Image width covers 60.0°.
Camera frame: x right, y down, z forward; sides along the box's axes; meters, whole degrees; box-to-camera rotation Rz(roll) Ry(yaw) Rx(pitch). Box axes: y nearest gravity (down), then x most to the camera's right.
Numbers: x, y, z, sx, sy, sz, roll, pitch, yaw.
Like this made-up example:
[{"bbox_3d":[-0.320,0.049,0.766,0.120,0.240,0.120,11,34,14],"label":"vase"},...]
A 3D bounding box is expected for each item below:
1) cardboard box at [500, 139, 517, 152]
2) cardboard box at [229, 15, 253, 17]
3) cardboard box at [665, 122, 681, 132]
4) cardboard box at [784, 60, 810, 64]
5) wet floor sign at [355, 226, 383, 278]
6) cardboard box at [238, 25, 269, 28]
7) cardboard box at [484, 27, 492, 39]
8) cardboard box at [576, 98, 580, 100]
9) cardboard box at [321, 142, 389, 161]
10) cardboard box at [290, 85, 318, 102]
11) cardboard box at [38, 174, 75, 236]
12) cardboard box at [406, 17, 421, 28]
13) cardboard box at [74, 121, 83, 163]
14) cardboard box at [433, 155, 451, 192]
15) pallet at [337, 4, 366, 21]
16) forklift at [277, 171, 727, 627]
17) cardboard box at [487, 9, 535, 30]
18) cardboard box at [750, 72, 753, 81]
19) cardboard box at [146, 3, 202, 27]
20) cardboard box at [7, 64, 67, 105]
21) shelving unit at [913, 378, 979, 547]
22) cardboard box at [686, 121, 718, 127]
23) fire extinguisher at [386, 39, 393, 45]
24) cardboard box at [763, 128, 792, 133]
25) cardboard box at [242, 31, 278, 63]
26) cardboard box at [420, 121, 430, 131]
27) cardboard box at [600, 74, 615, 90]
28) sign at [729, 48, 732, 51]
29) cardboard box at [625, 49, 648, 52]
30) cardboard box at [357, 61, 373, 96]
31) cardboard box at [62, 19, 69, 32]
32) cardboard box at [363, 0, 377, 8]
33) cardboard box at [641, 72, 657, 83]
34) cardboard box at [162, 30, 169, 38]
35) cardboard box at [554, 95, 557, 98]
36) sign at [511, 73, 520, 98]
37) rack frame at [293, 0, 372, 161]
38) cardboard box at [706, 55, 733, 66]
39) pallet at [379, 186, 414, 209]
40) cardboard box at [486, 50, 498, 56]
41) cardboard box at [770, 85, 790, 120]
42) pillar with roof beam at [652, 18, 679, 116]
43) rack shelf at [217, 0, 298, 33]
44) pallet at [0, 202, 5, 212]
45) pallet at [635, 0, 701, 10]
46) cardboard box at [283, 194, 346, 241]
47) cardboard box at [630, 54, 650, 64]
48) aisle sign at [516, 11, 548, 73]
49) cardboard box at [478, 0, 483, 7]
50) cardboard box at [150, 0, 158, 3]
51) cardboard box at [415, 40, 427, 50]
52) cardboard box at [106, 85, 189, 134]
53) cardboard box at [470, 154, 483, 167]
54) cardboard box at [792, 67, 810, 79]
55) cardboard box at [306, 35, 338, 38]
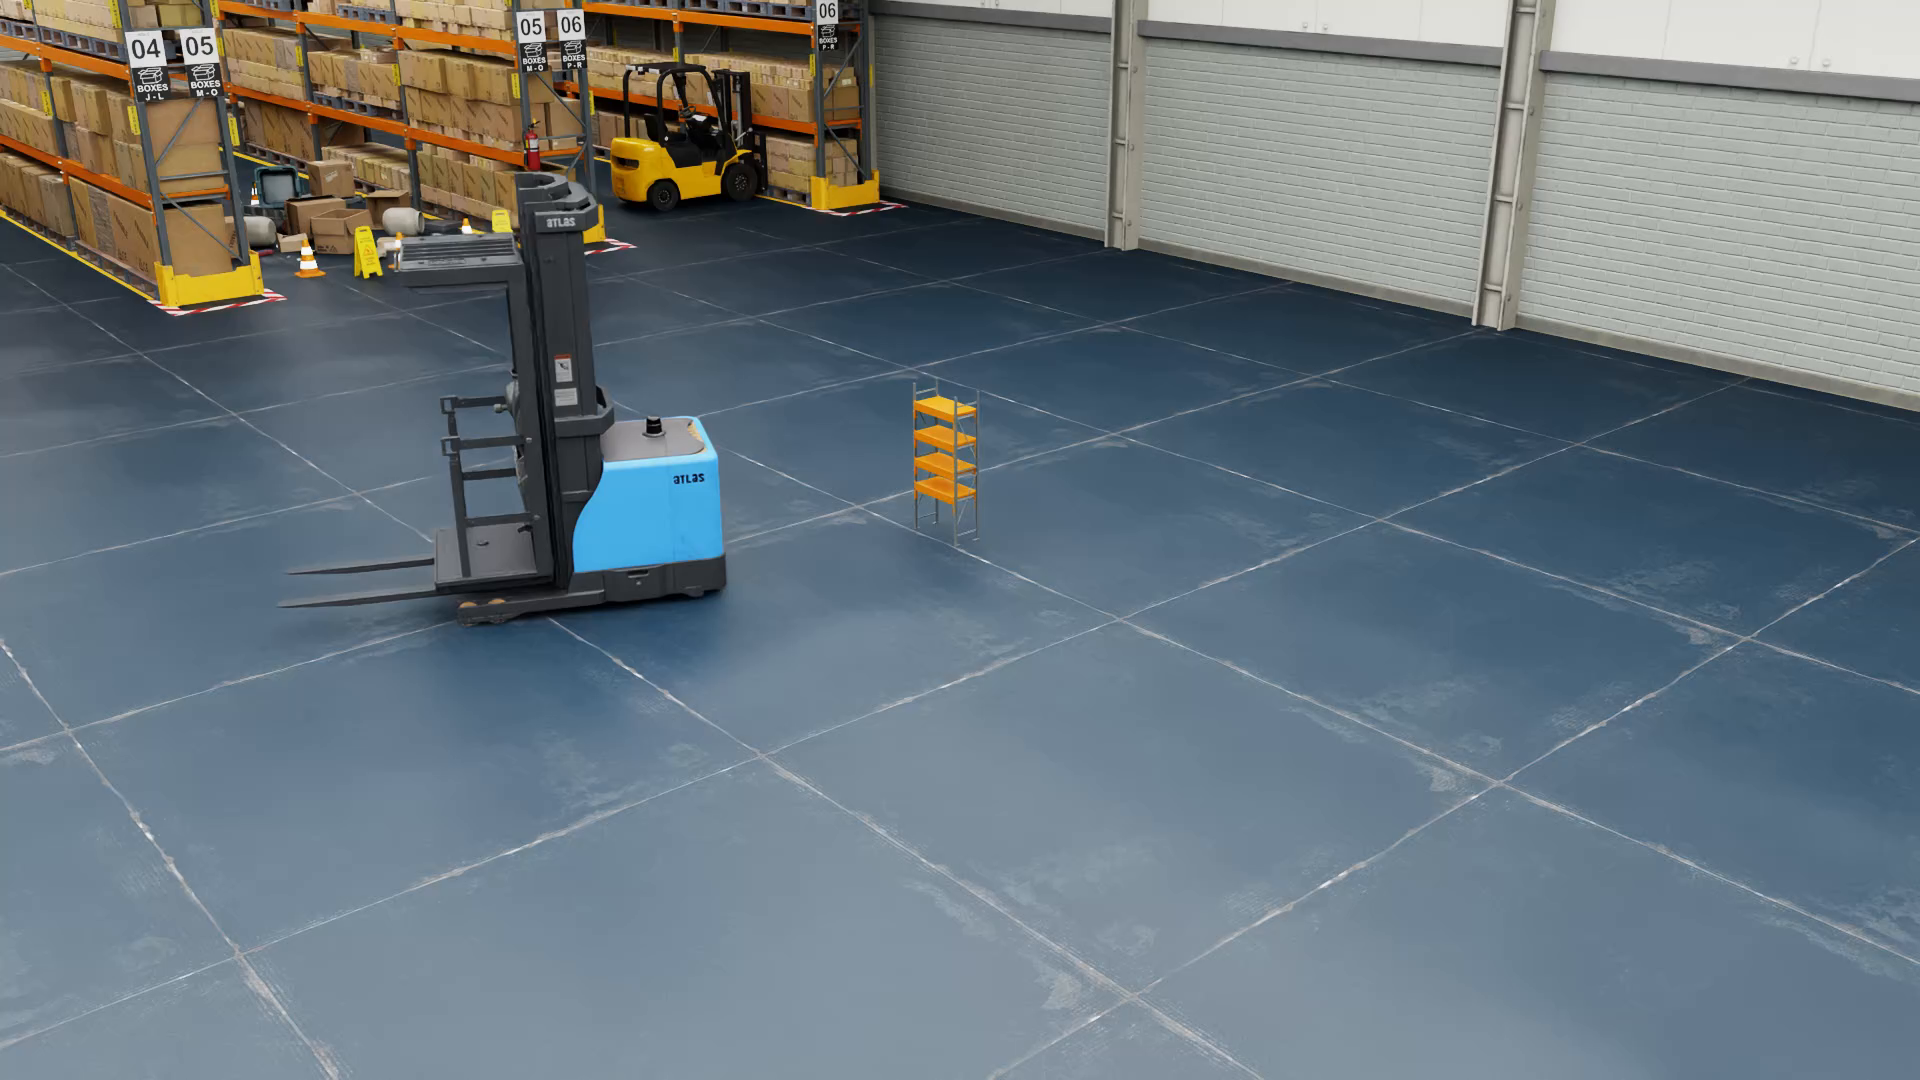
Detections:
[{"bbox_3d":[-6.265,-5.597,23.505,0.380,0.149,0.250,-18,28,-38],"label":"cardboard box"},{"bbox_3d":[-13.946,-10.107,32.278,0.380,0.149,0.250,-18,27,-38],"label":"cardboard box"},{"bbox_3d":[-4.811,-7.137,29.773,0.875,0.625,0.625,-16,26,-35],"label":"cardboard box"},{"bbox_3d":[-2.675,-7.816,27.391,0.380,0.149,0.250,-18,28,-39],"label":"cardboard box"},{"bbox_3d":[-7.774,-3.778,21.746,0.232,0.644,0.267,17,27,36],"label":"wet floor sign"},{"bbox_3d":[-13.570,-9.634,31.961,0.500,0.500,0.500,-17,27,-37],"label":"cardboard box"},{"bbox_3d":[-6.389,-7.072,23.158,0.380,0.149,0.250,-16,27,-36],"label":"cardboard box"},{"bbox_3d":[-7.554,-8.692,33.025,0.380,0.149,0.250,-17,27,-37],"label":"cardboard box"},{"bbox_3d":[-10.470,-6.641,28.855,0.950,0.372,0.625,-20,29,-41],"label":"cardboard box"},{"bbox_3d":[-11.358,-7.836,29.083,0.500,0.250,0.500,-19,28,-39],"label":"cardboard box"},{"bbox_3d":[-12.378,-4.815,23.672,1.050,0.750,0.750,-18,27,-38],"label":"cardboard box"},{"bbox_3d":[-8.076,-7.772,24.945,0.380,0.149,0.250,-17,27,-37],"label":"cardboard box"},{"bbox_3d":[-11.278,-5.341,22.301,0.875,0.550,0.550,-17,27,-37],"label":"cardboard box"},{"bbox_3d":[-7.681,-5.615,25.373,0.500,0.500,0.500,-16,27,-35],"label":"cardboard box"},{"bbox_3d":[-9.222,-8.514,26.753,1.213,0.211,1.003,-17,27,-37],"label":"pallet"},{"bbox_3d":[-3.257,-0.981,11.471,3.031,2.935,1.130,-6,22,-15],"label":"forklift"},{"bbox_3d":[-6.147,-7.160,22.837,0.500,0.250,0.500,-18,28,-38],"label":"cardboard box"},{"bbox_3d":[-3.240,-7.617,27.292,0.380,0.149,0.250,-18,27,-38],"label":"cardboard box"},{"bbox_3d":[-9.414,-6.313,19.962,0.500,0.250,0.500,-18,27,-38],"label":"cardboard box"},{"bbox_3d":[-13.562,-6.727,24.537,0.700,0.500,0.500,-18,28,-38],"label":"cardboard box"},{"bbox_3d":[-0.108,-0.604,12.882,0.258,1.200,0.503,-17,27,-37],"label":"shelving unit"},{"bbox_3d":[-4.384,-7.078,28.765,0.500,0.250,0.500,-18,28,-38],"label":"cardboard box"},{"bbox_3d":[-12.742,-10.942,37.425,0.296,0.674,0.183,-17,27,-37],"label":"fire extinguisher"},{"bbox_3d":[-2.998,-6.780,28.005,0.500,0.250,0.500,-18,28,-38],"label":"cardboard box"},{"bbox_3d":[-12.694,-8.982,30.296,0.500,0.500,0.500,-18,28,-39],"label":"cardboard box"},{"bbox_3d":[-8.053,-6.385,25.517,0.380,0.149,0.250,-16,27,-36],"label":"cardboard box"},{"bbox_3d":[-6.303,-8.479,30.725,0.500,0.250,0.500,-19,28,-39],"label":"cardboard box"},{"bbox_3d":[-4.043,-8.478,29.221,0.100,0.325,0.005,-17,27,-37],"label":"sign"},{"bbox_3d":[-6.005,-9.044,30.935,0.380,0.149,0.250,-18,27,-38],"label":"cardboard box"},{"bbox_3d":[-9.353,-7.457,26.789,0.500,0.500,0.500,-16,27,-36],"label":"cardboard box"},{"bbox_3d":[-11.091,-6.505,20.999,0.380,0.149,0.250,-17,27,-37],"label":"cardboard box"},{"bbox_3d":[-9.038,-8.513,26.123,0.500,0.250,0.500,-17,27,-37],"label":"cardboard box"},{"bbox_3d":[-5.318,-8.284,29.541,0.500,0.250,0.500,-18,28,-39],"label":"cardboard box"},{"bbox_3d":[-9.441,-6.174,20.154,0.380,0.149,0.250,-17,27,-37],"label":"cardboard box"},{"bbox_3d":[-6.049,-6.142,24.007,0.500,0.500,0.500,-16,27,-36],"label":"cardboard box"},{"bbox_3d":[-6.043,-6.177,22.622,0.100,0.325,0.005,-17,27,-37],"label":"sign"},{"bbox_3d":[-10.831,-7.828,28.857,1.000,3.000,0.127,-17,27,-37],"label":"rack frame"},{"bbox_3d":[-4.067,-8.115,28.155,0.380,0.149,0.250,-18,28,-38],"label":"cardboard box"},{"bbox_3d":[-8.730,-5.639,27.092,1.003,0.211,1.213,-17,27,-37],"label":"pallet"},{"bbox_3d":[-9.200,-10.028,33.761,0.700,0.500,0.500,-17,27,-37],"label":"cardboard box"},{"bbox_3d":[-2.703,-7.066,26.774,0.500,0.500,0.500,-16,27,-36],"label":"cardboard box"},{"bbox_3d":[-8.801,-10.634,27.794,9.100,9.000,0.400,-17,27,-37],"label":"pillar with roof beam"},{"bbox_3d":[-12.137,-9.442,29.852,1.077,0.370,4.000,-17,27,-37],"label":"rack shelf"},{"bbox_3d":[-15.024,-5.539,26.838,1.003,0.211,1.213,-17,27,-37],"label":"pallet"},{"bbox_3d":[-5.048,-9.454,29.157,0.805,0.209,1.217,-19,28,-39],"label":"pallet"},{"bbox_3d":[-9.291,-4.657,23.999,0.797,0.637,0.503,-17,27,-37],"label":"cardboard box"},{"bbox_3d":[-5.710,-8.642,29.908,0.380,0.149,0.250,-17,27,-37],"label":"cardboard box"},{"bbox_3d":[-5.789,-6.742,22.520,0.394,0.787,0.004,-17,27,-37],"label":"aisle sign"},{"bbox_3d":[-6.500,-7.521,23.211,0.380,0.149,0.250,-17,27,-37],"label":"cardboard box"},{"bbox_3d":[-9.600,-6.612,20.179,0.380,0.149,0.250,-18,28,-38],"label":"cardboard box"},{"bbox_3d":[-11.541,-10.822,36.298,0.500,0.250,0.500,-18,28,-38],"label":"cardboard box"},{"bbox_3d":[-10.198,-5.413,21.004,0.875,0.550,0.550,-17,27,-37],"label":"cardboard box"},{"bbox_3d":[-6.953,-5.572,24.375,0.380,0.149,0.250,-16,27,-35],"label":"cardboard box"},{"bbox_3d":[-2.429,-7.397,26.322,0.380,0.149,0.250,-17,27,-37],"label":"cardboard box"},{"bbox_3d":[-11.299,-8.669,29.497,0.500,0.500,0.500,-17,27,-37],"label":"cardboard box"}]
